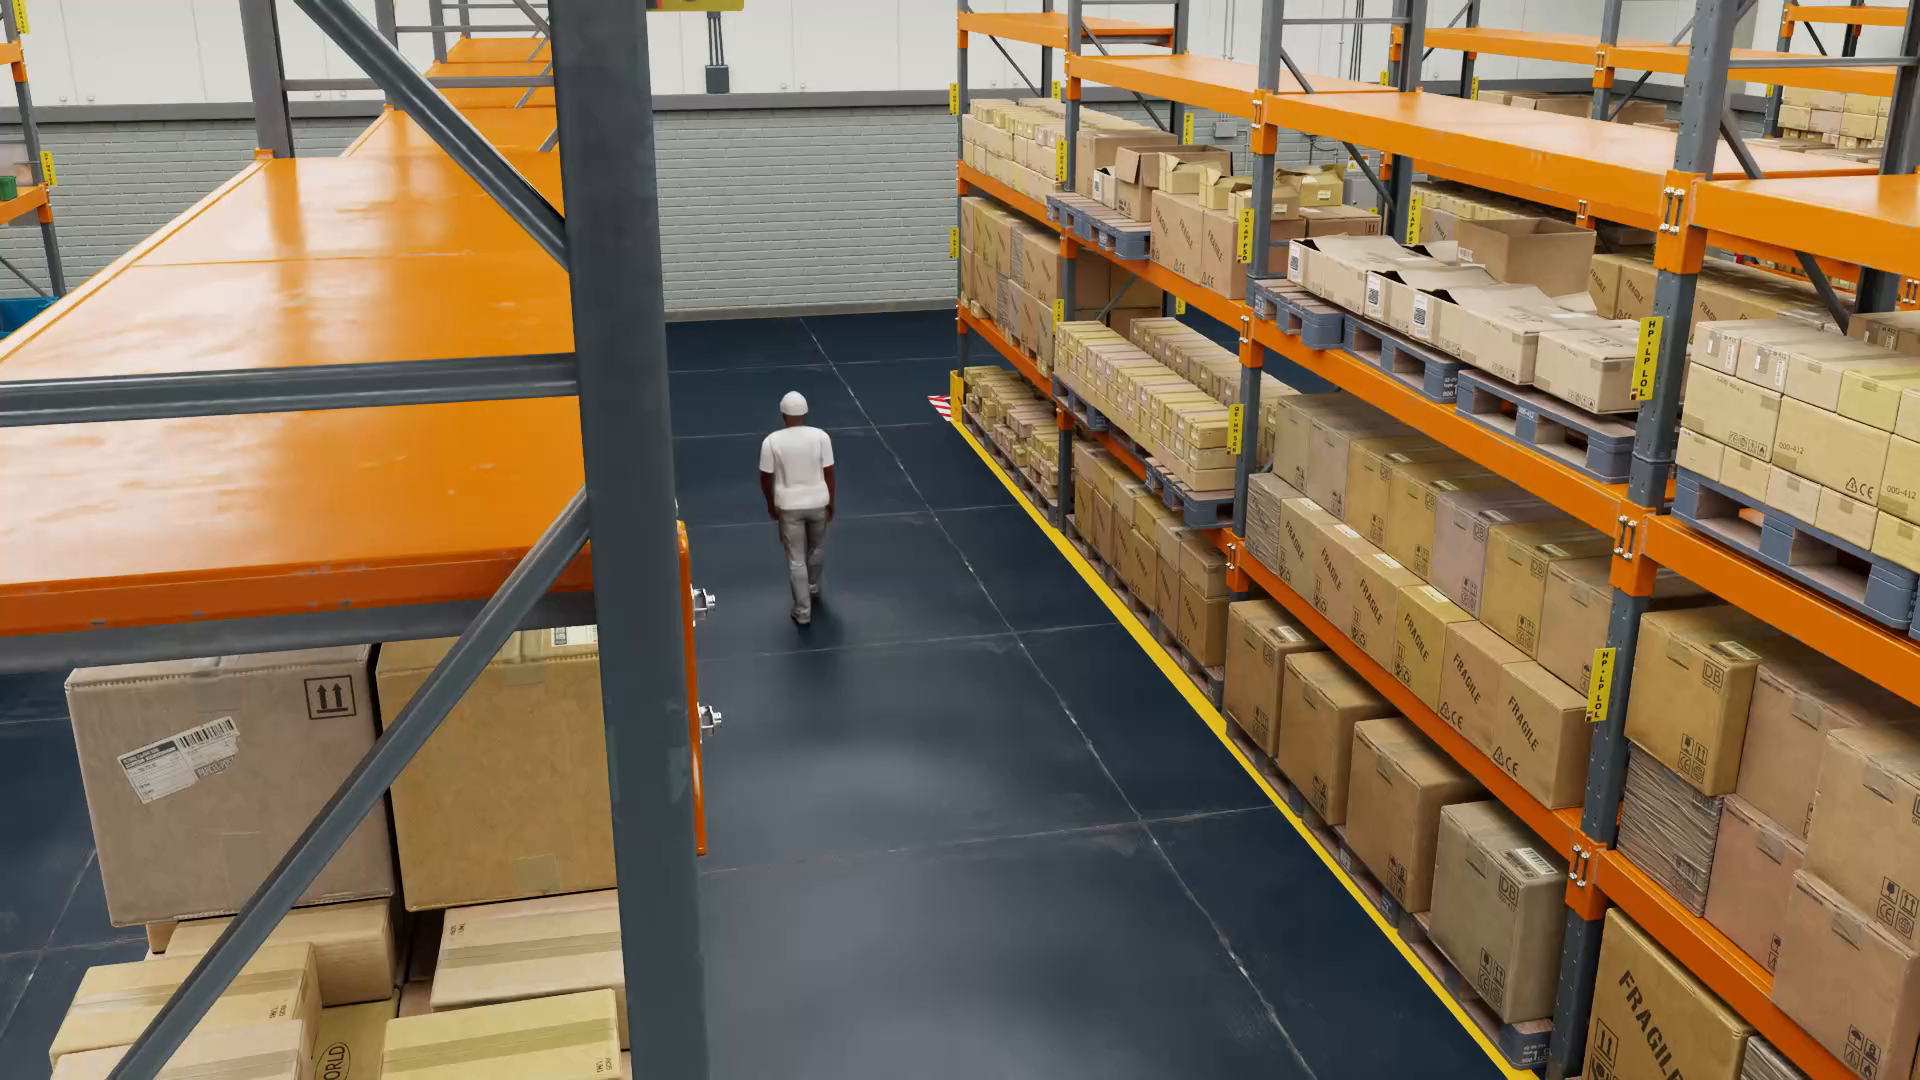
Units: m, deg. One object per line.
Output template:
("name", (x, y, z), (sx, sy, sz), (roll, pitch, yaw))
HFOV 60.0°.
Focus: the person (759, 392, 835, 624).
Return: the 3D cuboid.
("person", (-1.269, -0.310, 12.892), (0.572, 1.731, 0.896), (-5, 20, -13))
